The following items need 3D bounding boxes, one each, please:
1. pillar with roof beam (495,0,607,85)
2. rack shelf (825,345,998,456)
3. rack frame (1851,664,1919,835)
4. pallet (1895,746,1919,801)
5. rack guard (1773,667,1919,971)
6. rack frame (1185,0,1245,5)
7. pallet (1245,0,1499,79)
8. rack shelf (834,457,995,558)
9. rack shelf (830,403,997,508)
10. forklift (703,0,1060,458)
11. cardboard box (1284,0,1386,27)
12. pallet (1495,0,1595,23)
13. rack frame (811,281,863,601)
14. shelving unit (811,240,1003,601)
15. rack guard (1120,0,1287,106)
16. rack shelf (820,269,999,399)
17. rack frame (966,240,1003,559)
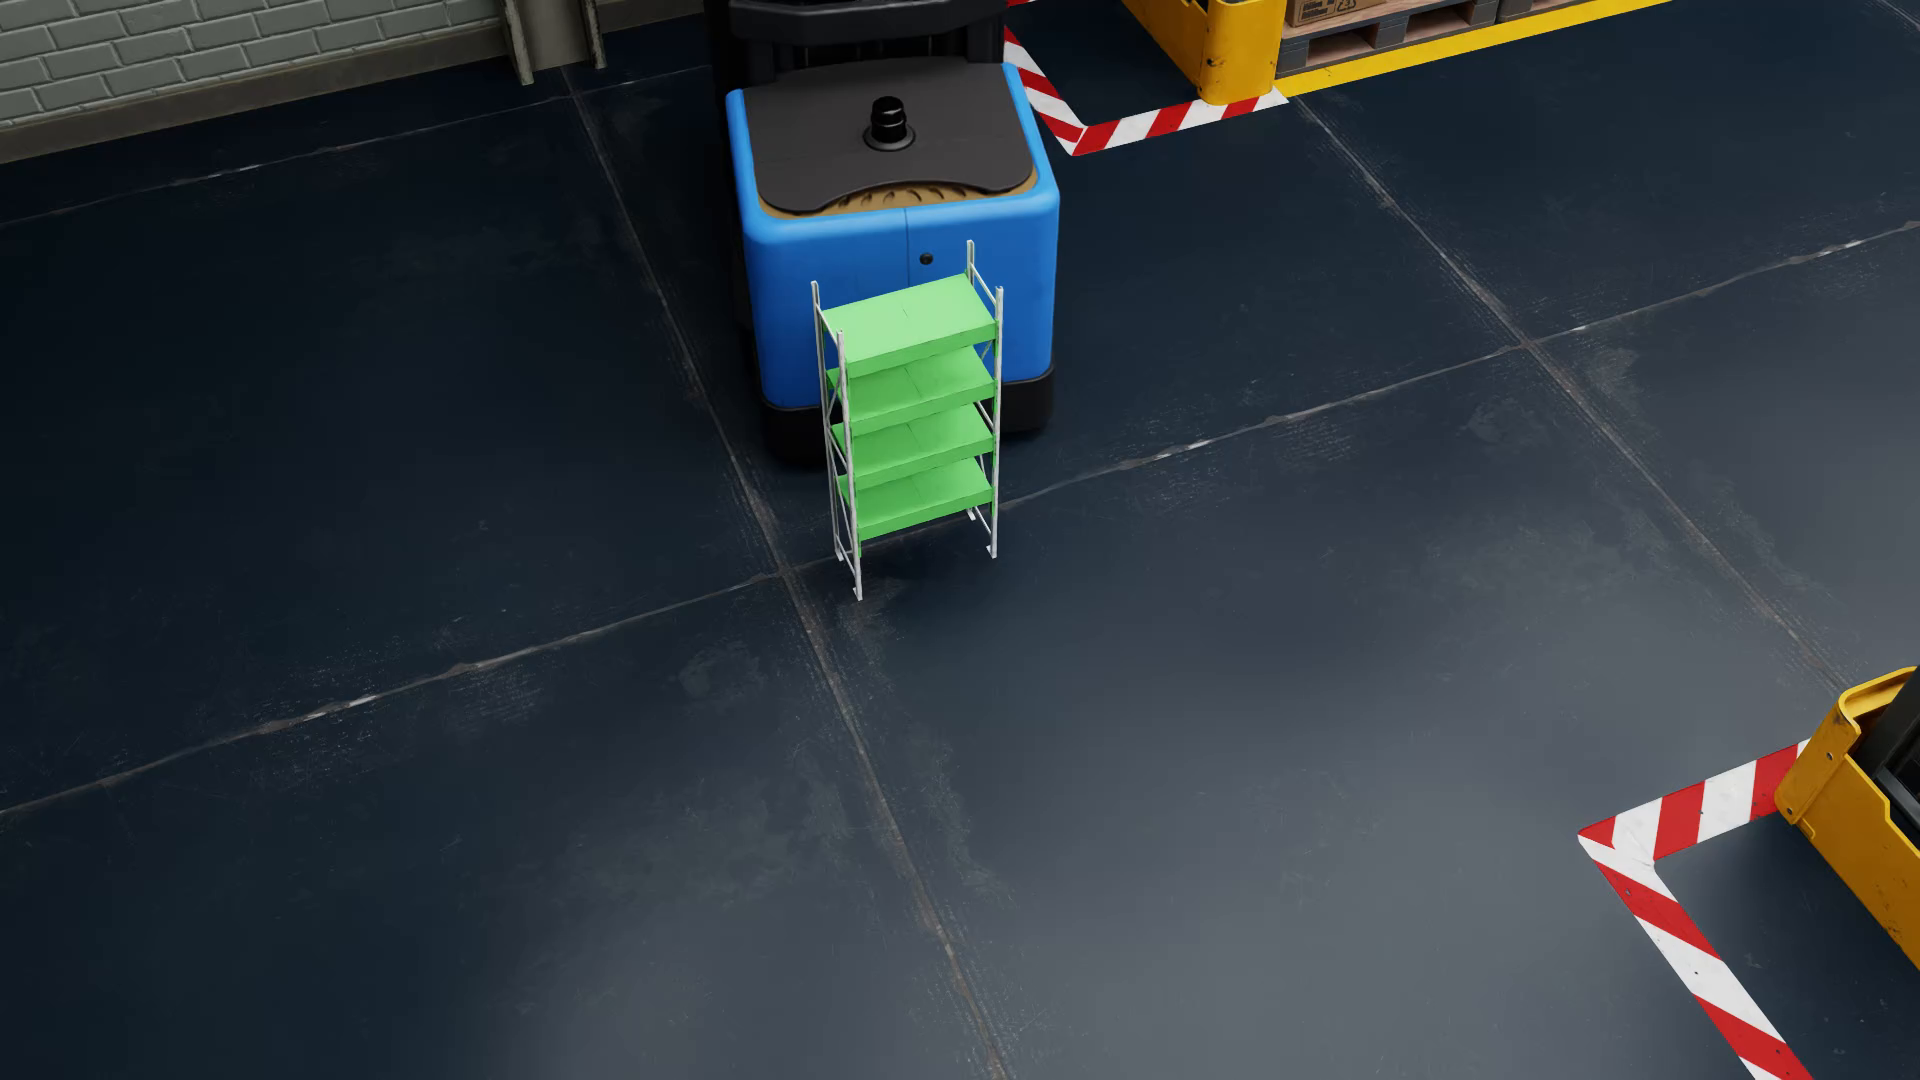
[{"bbox_3d":[-0.228,-2.126,1.644,0.400,9.000,9.100,-17,52,-14],"label":"pillar with roof beam"},{"bbox_3d":[-0.153,-0.458,5.120,0.480,0.148,0.258,-17,52,-14],"label":"rack shelf"},{"bbox_3d":[2.861,0.150,3.644,0.127,3.000,1.000,-17,52,-14],"label":"rack frame"},{"bbox_3d":[3.572,0.774,4.946,1.213,0.211,1.003,-17,52,-14],"label":"pallet"},{"bbox_3d":[2.839,0.971,4.586,0.348,0.500,1.175,-17,52,-14],"label":"rack guard"},{"bbox_3d":[0.981,-3.335,6.637,0.127,3.000,1.000,-17,52,-14],"label":"rack frame"},{"bbox_3d":[1.789,-2.678,7.911,1.213,0.211,1.003,-17,52,-14],"label":"pallet"},{"bbox_3d":[-0.153,-0.145,5.485,0.480,0.148,0.258,-17,52,-14],"label":"rack shelf"},{"bbox_3d":[-0.153,-0.302,5.302,0.480,0.148,0.258,-17,52,-14],"label":"rack shelf"},{"bbox_3d":[-0.421,-2.384,5.866,1.130,2.935,3.031,-7,50,-6],"label":"forklift"},{"bbox_3d":[1.583,-2.768,7.518,0.637,0.503,0.797,-19,52,-16],"label":"cardboard box"},{"bbox_3d":[2.917,-3.025,8.209,1.213,0.211,1.003,-17,52,-14],"label":"pallet"},{"bbox_3d":[-0.379,-0.273,5.194,0.015,1.200,0.240,-17,52,-14],"label":"rack frame"},{"bbox_3d":[-0.153,-0.343,5.254,0.503,1.200,0.258,-17,52,-14],"label":"shelving unit"},{"bbox_3d":[1.052,-2.543,7.604,0.348,0.500,1.175,-17,52,-14],"label":"rack guard"},{"bbox_3d":[-0.153,-0.614,4.938,0.480,0.148,0.258,-17,52,-14],"label":"rack shelf"},{"bbox_3d":[0.073,-0.413,5.314,0.015,1.200,0.240,-17,52,-14],"label":"rack frame"}]
